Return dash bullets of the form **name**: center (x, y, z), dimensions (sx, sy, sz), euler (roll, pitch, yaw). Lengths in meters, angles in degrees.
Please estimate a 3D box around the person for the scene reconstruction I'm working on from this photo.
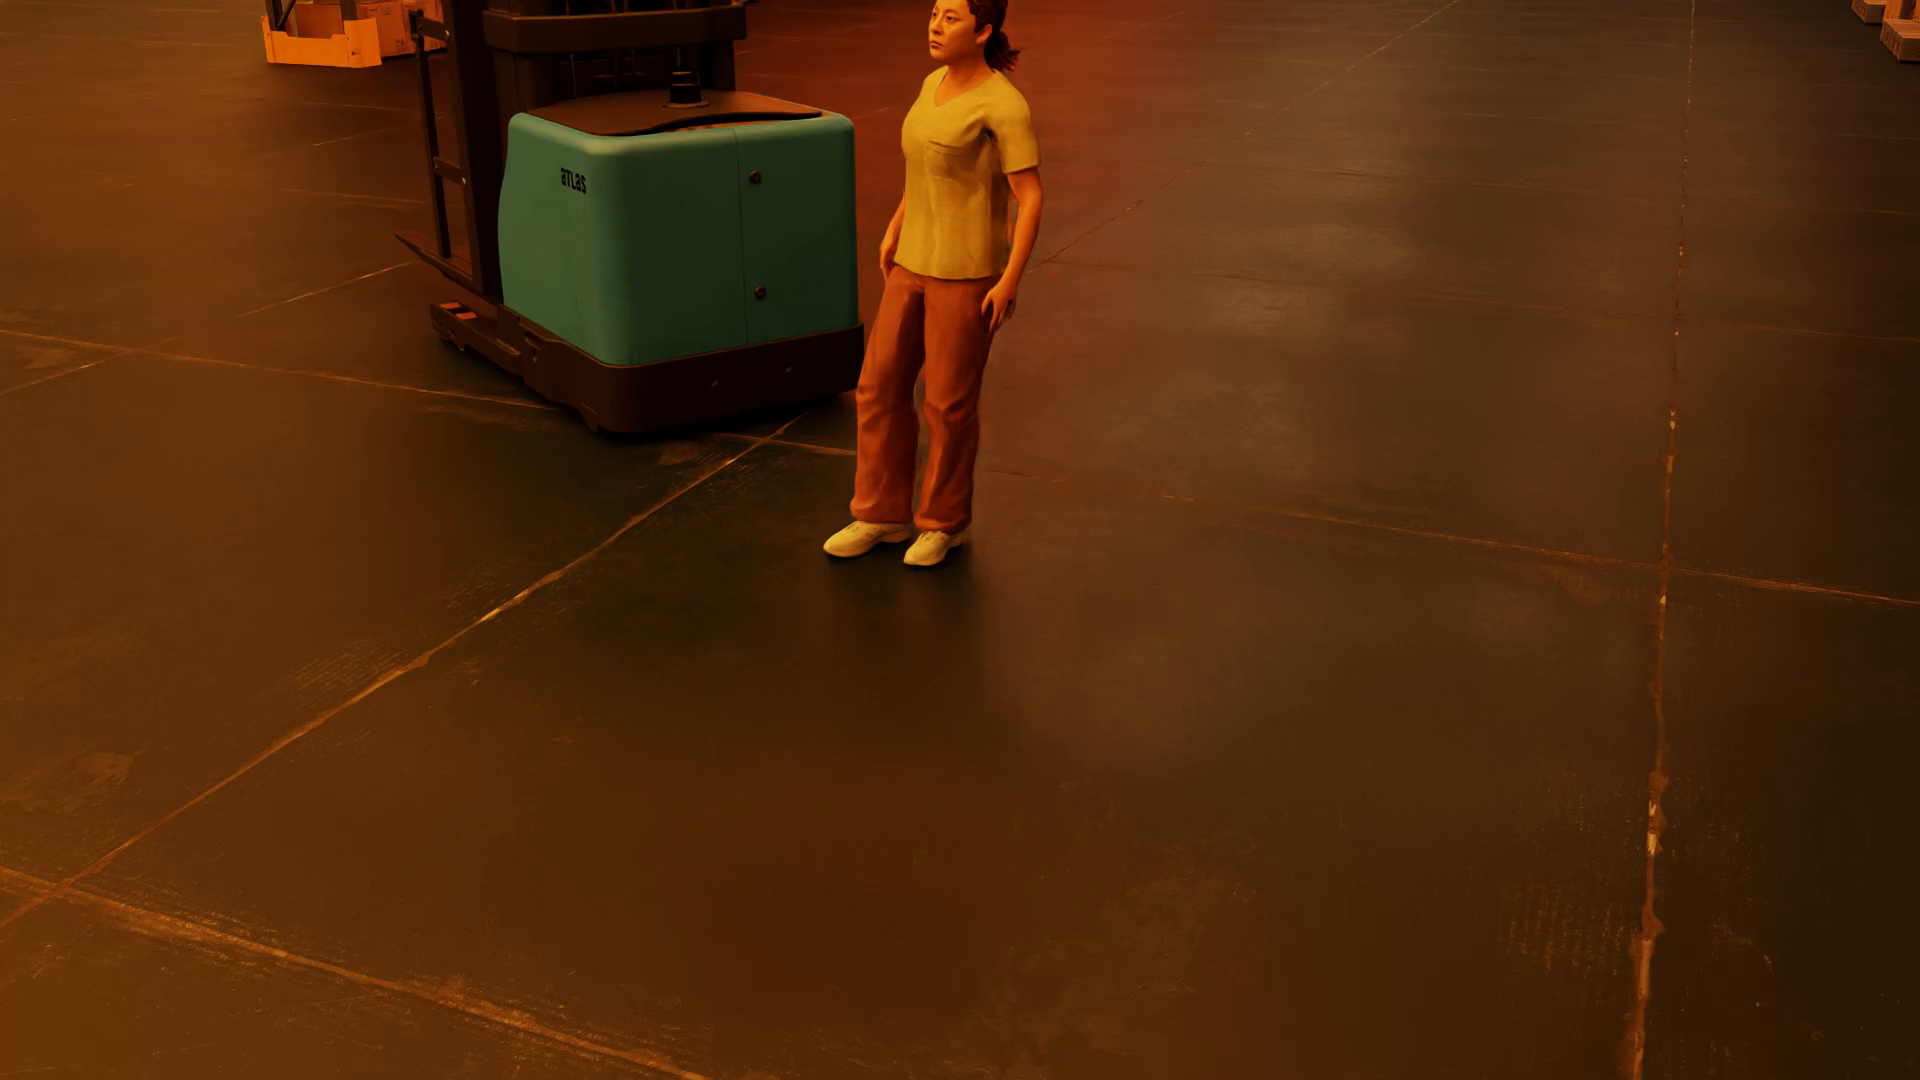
- **person**: center (-0.104, -0.738, 4.707), dimensions (0.569, 1.663, 0.565), euler (-16, 28, -33)

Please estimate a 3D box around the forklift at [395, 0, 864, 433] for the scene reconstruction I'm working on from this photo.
- **forklift**: center (-1.613, -2.237, 6.645), dimensions (1.130, 2.935, 3.031), euler (-15, 27, -32)
